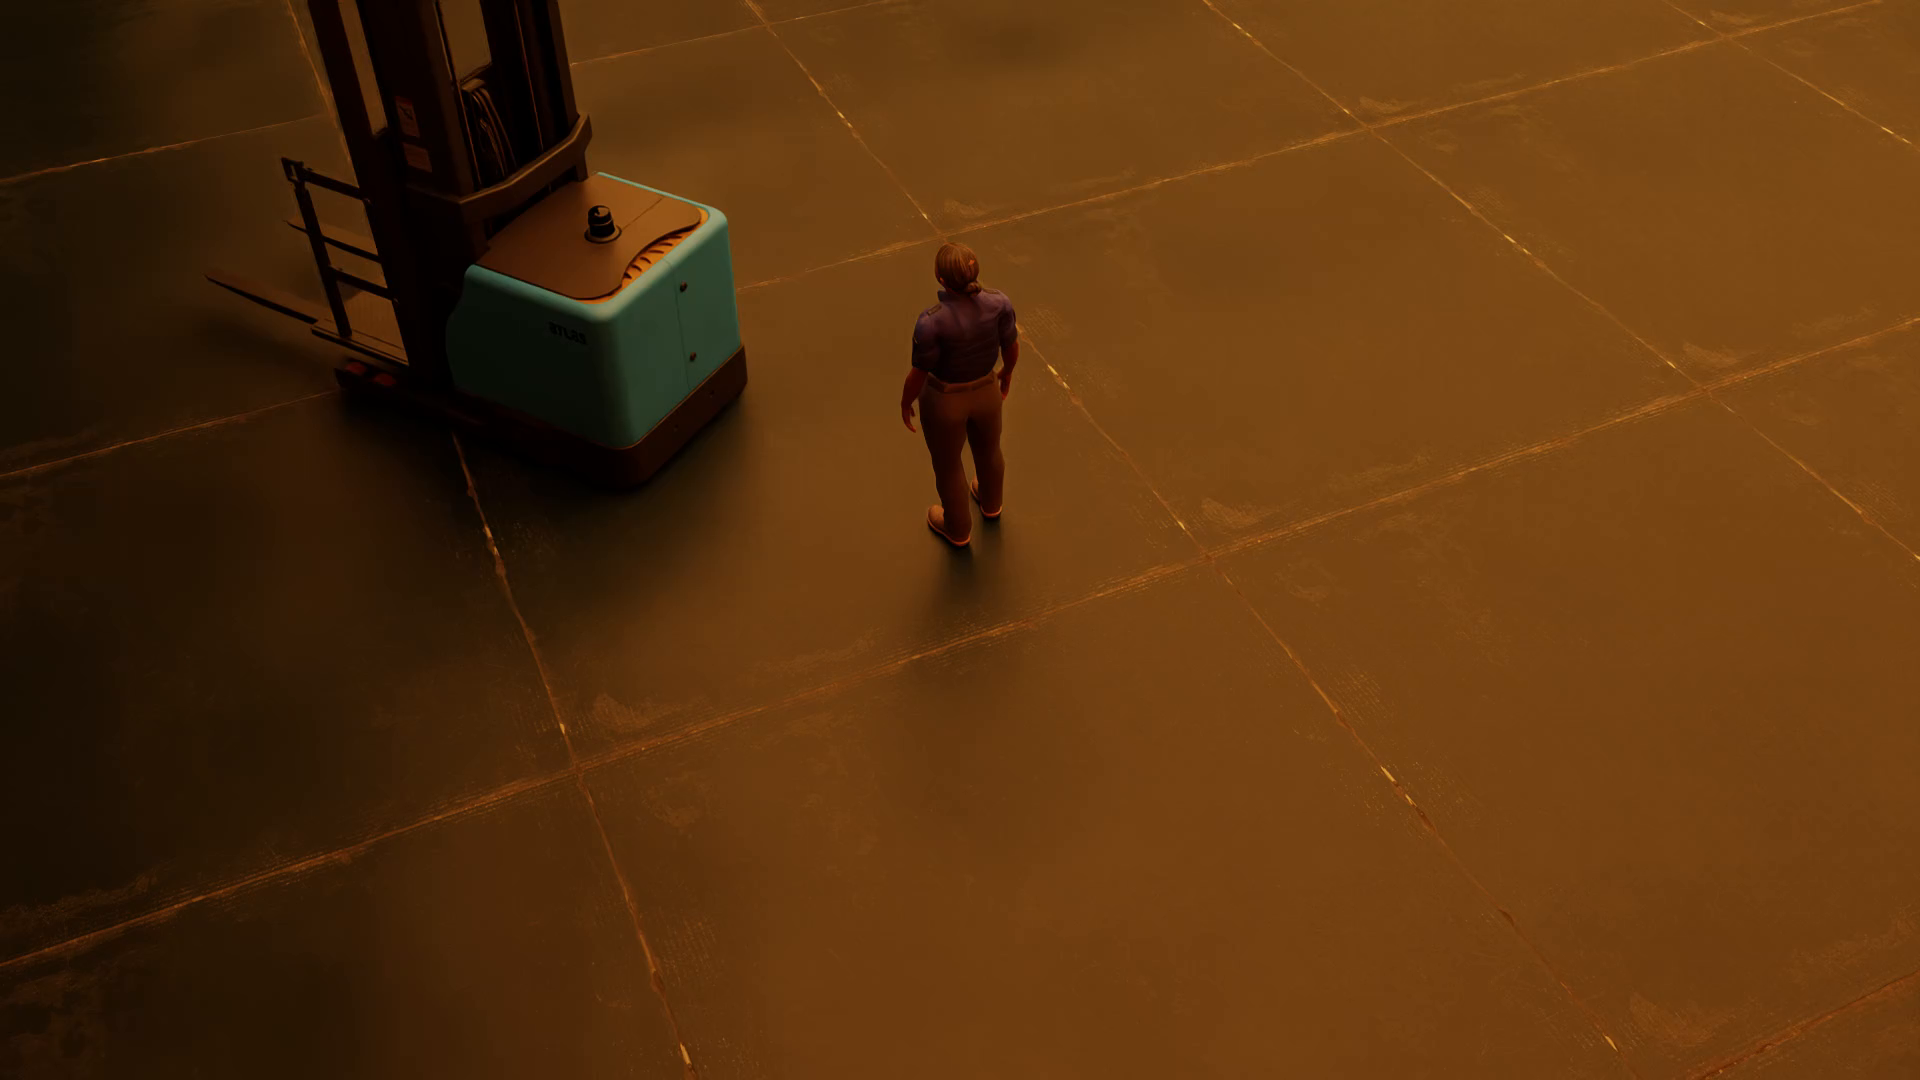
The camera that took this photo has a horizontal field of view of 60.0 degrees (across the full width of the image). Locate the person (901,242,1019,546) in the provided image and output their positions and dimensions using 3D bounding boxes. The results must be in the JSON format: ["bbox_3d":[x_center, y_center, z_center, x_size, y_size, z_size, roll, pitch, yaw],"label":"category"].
[{"bbox_3d":[-0.019,-0.670,7.323,0.570,1.656,0.503,-18,46,-18],"label":"person"}]

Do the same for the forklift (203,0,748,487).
[{"bbox_3d":[-2.638,-2.058,7.885,3.031,2.935,1.130,21,47,21],"label":"forklift"}]
